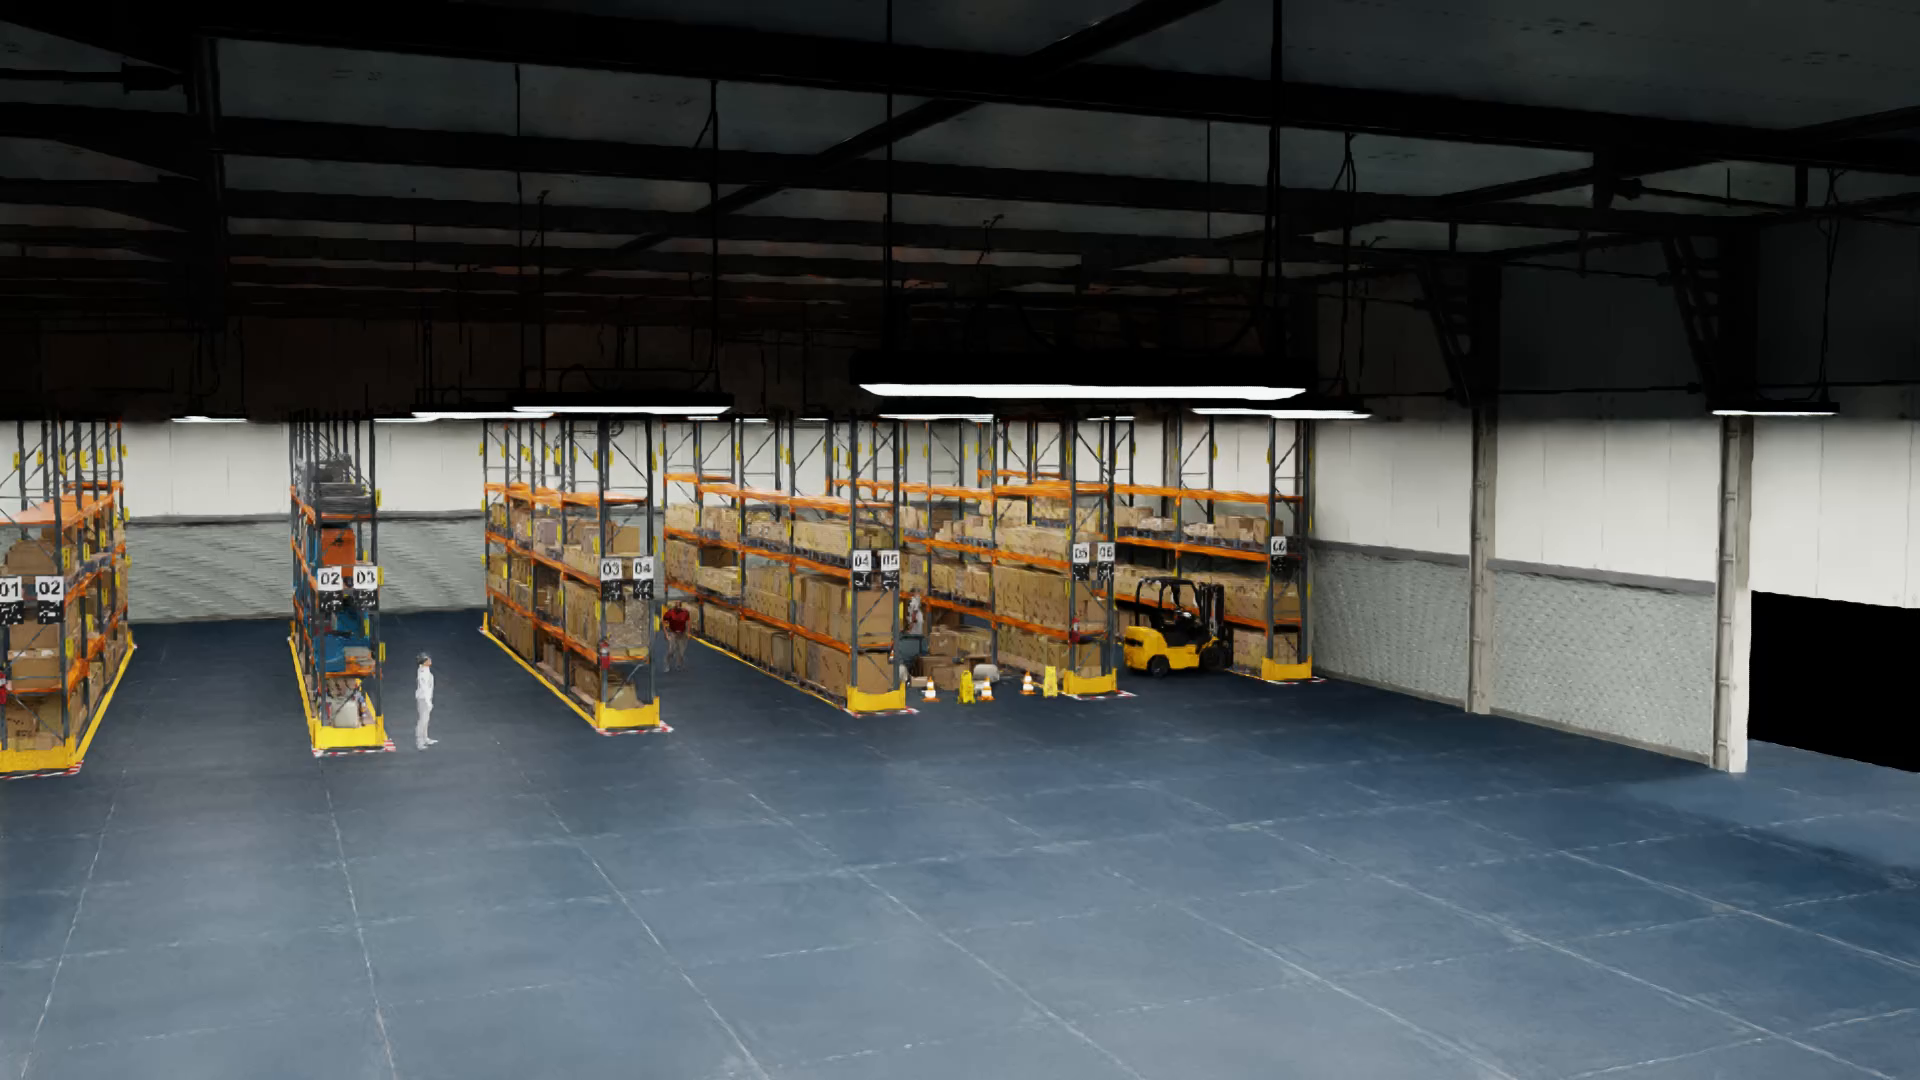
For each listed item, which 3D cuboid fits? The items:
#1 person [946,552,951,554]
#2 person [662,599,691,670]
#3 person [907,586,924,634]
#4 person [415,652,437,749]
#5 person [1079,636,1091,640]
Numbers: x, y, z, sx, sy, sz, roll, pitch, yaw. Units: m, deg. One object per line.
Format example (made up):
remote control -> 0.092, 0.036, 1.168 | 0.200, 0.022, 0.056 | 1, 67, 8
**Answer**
person -> -0.314, 1.255, 51.062 | 0.569, 1.776, 0.697 | -3, 5, -36
person -> -6.575, 2.189, 38.581 | 0.682, 1.676, 0.535 | -2, 4, -25
person -> -1.131, 1.989, 40.627 | 0.575, 1.747, 0.637 | 0, 4, 1
person -> -9.451, 2.811, 29.368 | 0.367, 1.685, 0.633 | -1, 4, -18
person -> 2.889, 2.181, 39.219 | 0.551, 1.716, 0.381 | 3, 5, 37
